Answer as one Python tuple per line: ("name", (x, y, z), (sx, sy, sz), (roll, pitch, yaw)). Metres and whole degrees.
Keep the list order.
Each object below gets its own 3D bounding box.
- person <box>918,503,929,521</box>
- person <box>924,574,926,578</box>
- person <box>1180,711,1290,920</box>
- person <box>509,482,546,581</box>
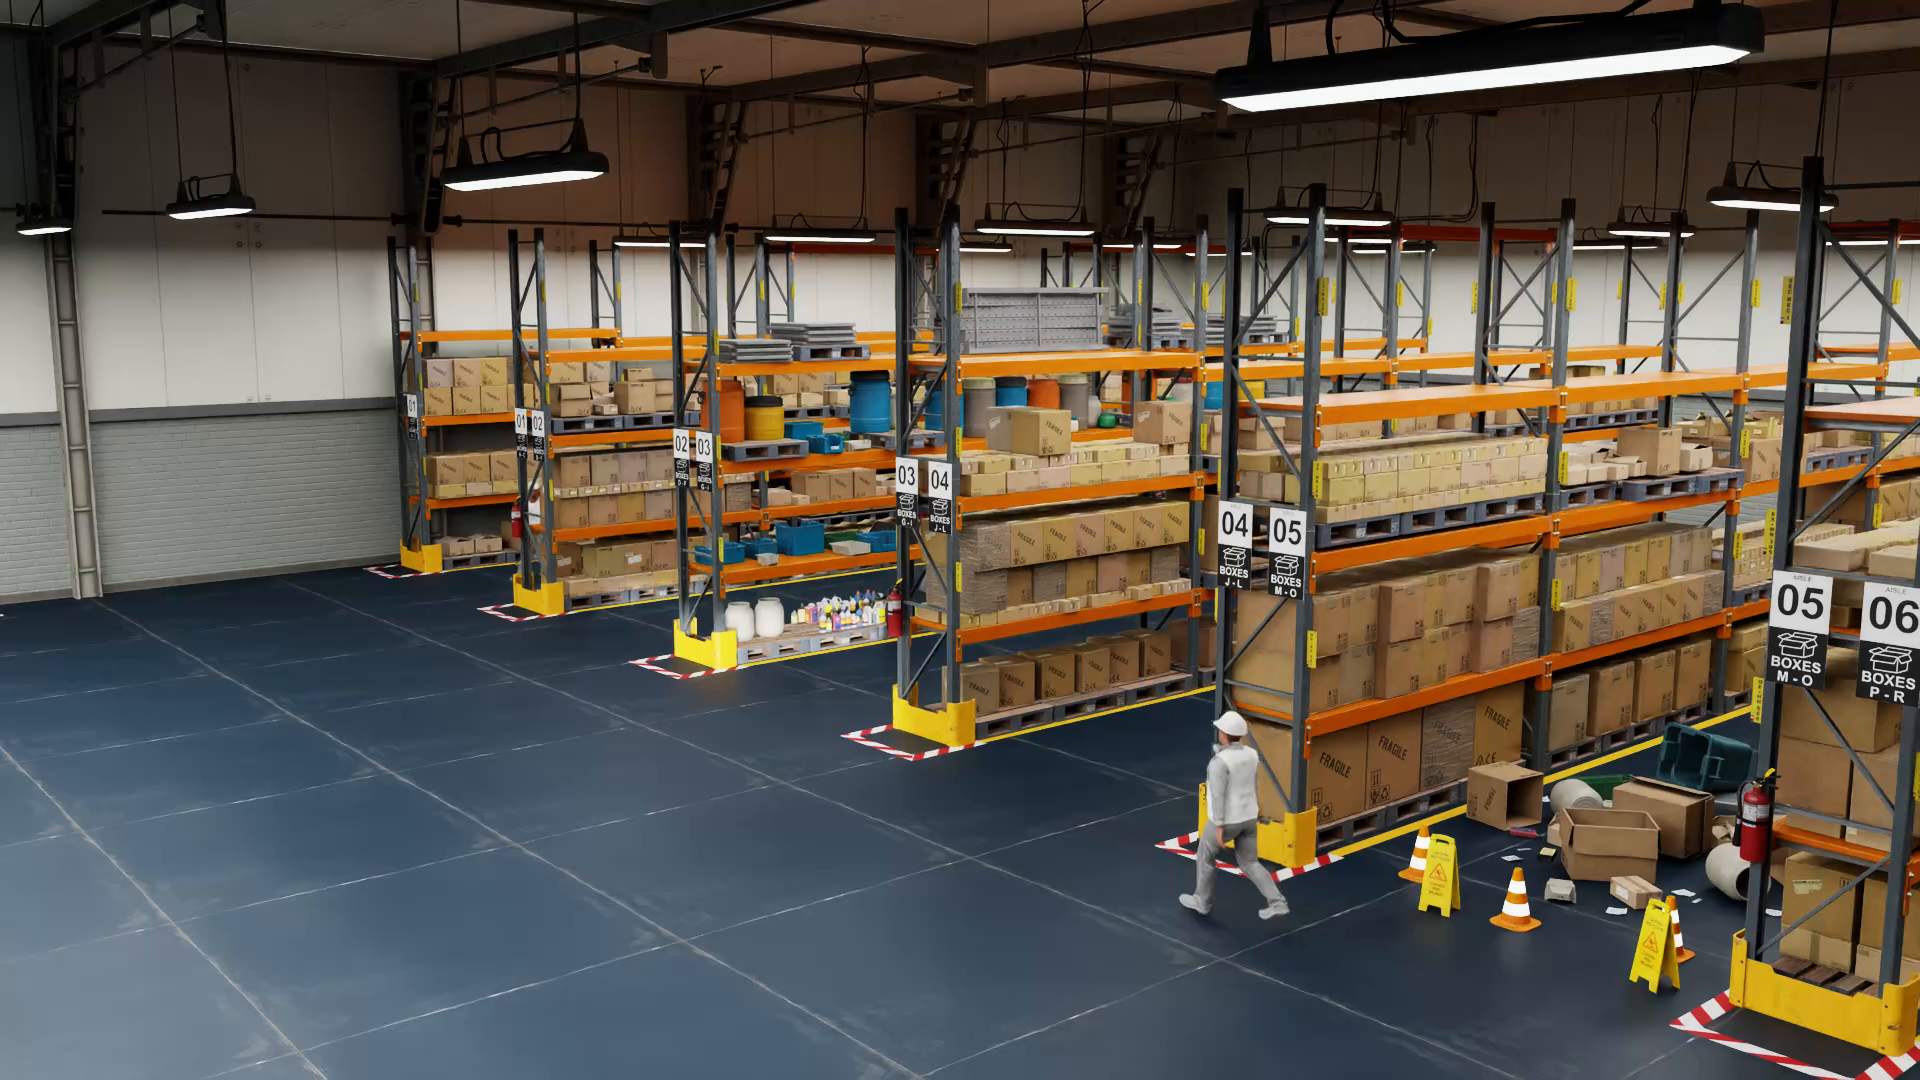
("person", (-0.809, -0.786, 33.515), (1.037, 1.580, 0.473), (-6, 11, -36))
("person", (-0.383, -0.096, 27.875), (0.630, 1.505, 0.507), (-2, 9, -15))
("person", (2.224, 2.251, 13.477), (0.542, 1.739, 0.999), (-7, 11, -39))
("person", (-7.461, -0.159, 29.051), (0.660, 1.705, 1.068), (2, 9, 14))
